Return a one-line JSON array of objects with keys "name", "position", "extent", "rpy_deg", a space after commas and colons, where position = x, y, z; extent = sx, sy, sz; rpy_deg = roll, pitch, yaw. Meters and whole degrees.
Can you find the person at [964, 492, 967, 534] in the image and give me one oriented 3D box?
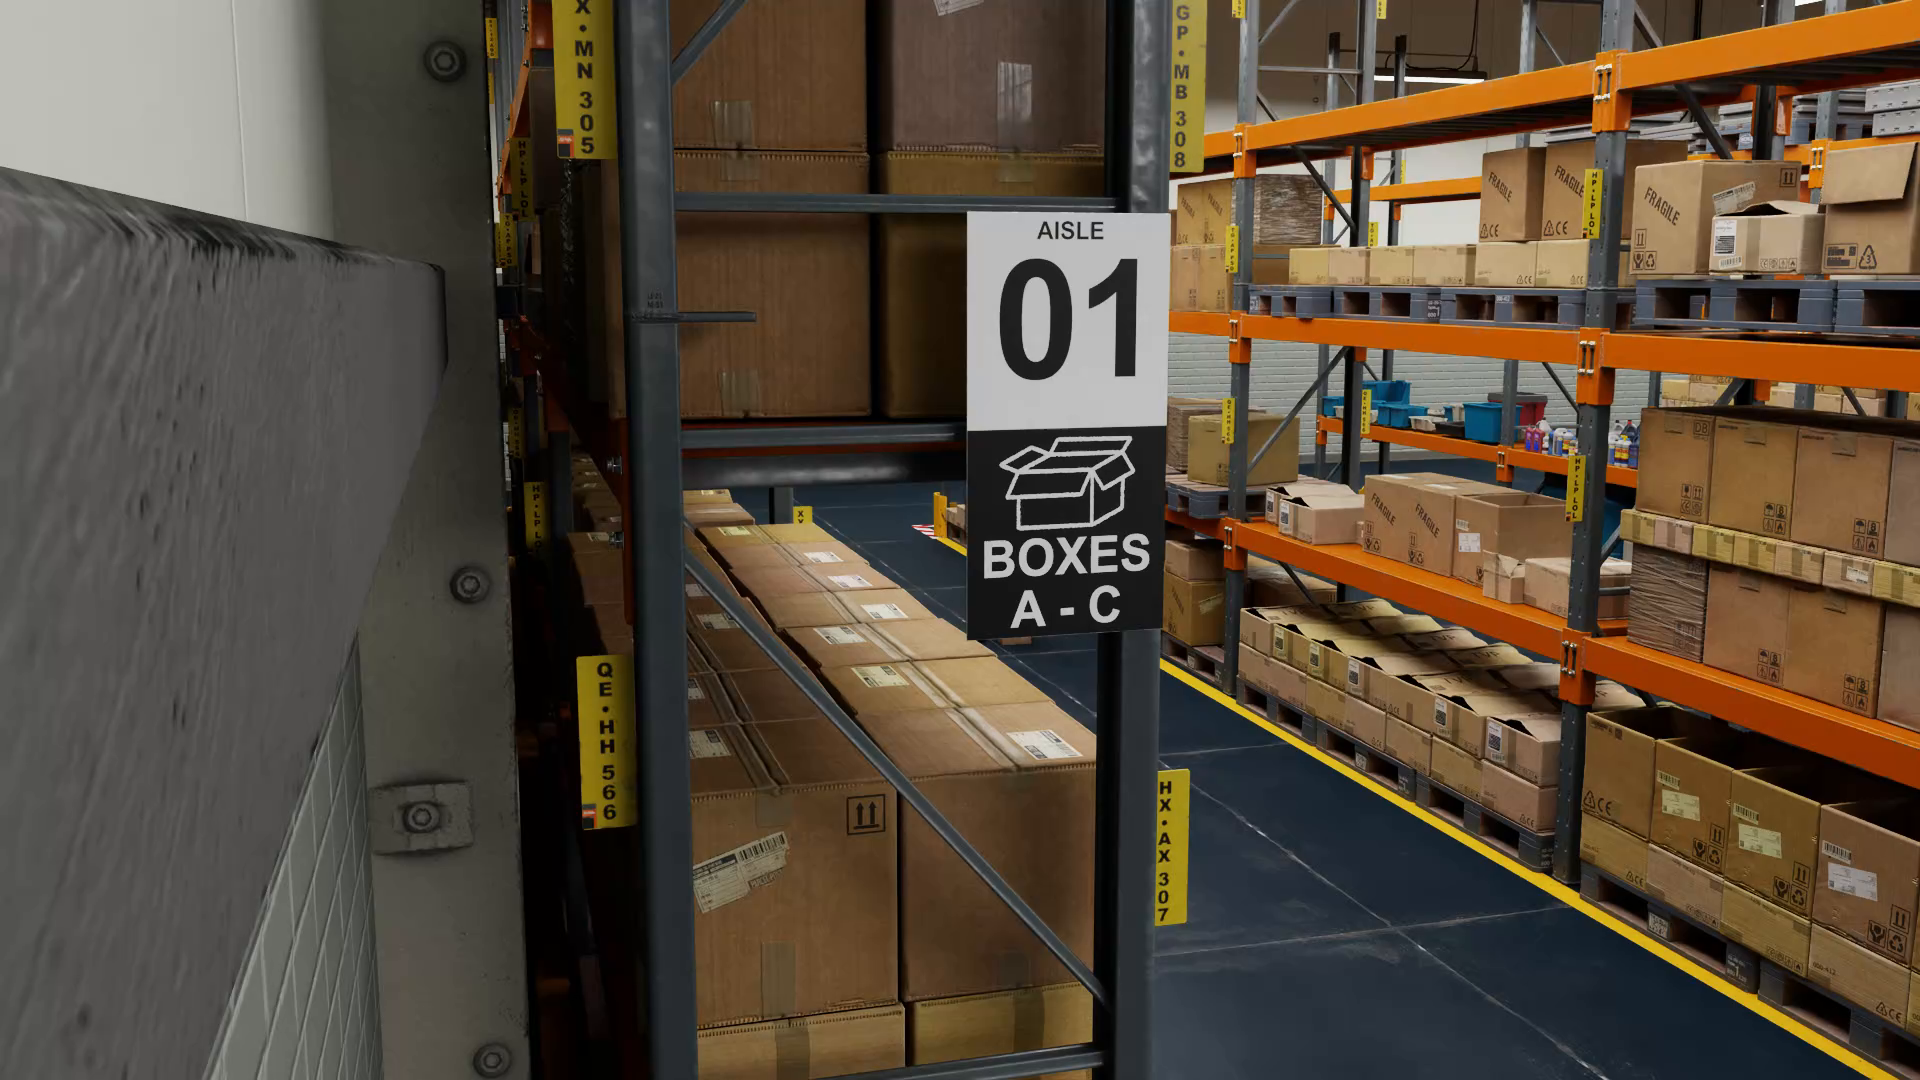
[{"name": "person", "position": [0.345, -0.049, 14.226], "extent": [0.640, 1.773, 0.430], "rpy_deg": [-3, 9, -17]}]
